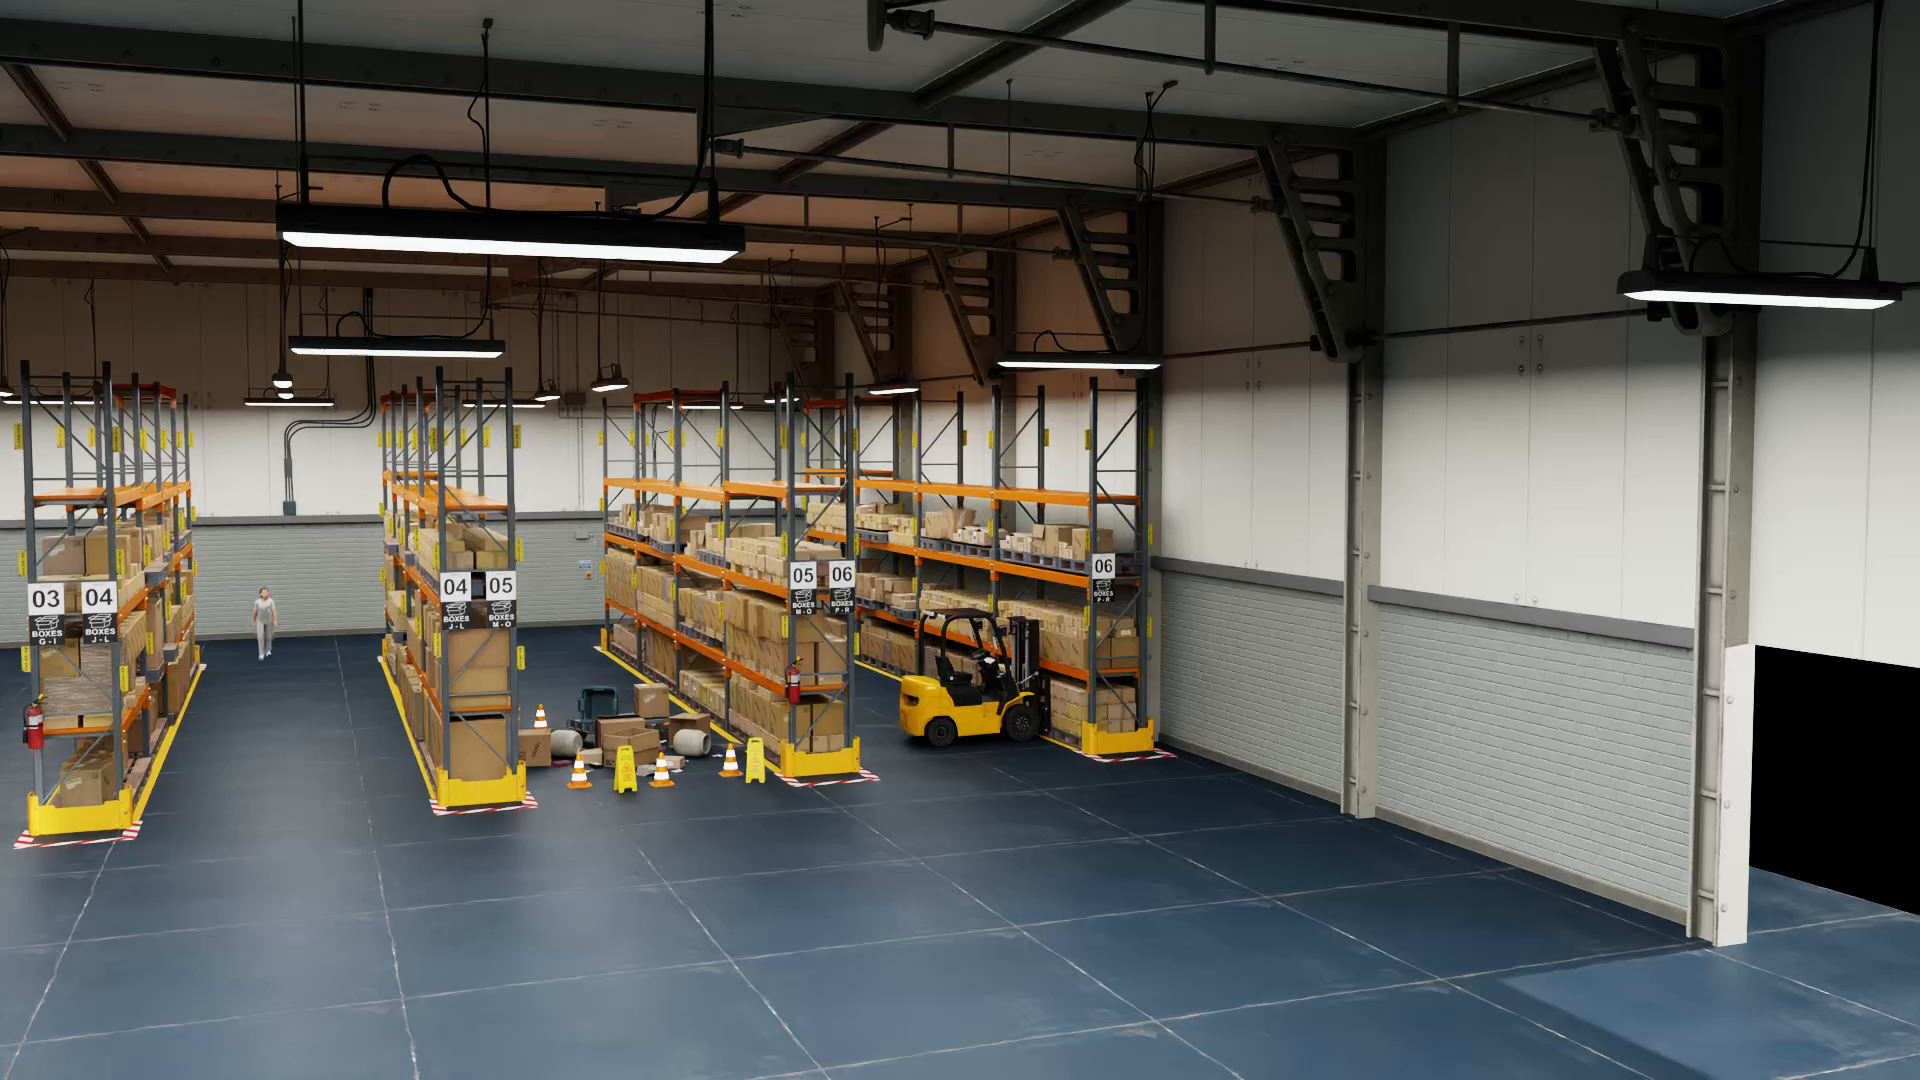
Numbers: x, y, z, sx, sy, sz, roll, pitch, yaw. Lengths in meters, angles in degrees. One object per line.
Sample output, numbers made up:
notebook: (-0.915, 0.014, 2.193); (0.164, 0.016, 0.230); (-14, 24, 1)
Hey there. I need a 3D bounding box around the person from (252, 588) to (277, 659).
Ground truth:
person: (-15.917, 1.891, 38.055); (0.538, 1.605, 1.064); (-1, 4, -21)
